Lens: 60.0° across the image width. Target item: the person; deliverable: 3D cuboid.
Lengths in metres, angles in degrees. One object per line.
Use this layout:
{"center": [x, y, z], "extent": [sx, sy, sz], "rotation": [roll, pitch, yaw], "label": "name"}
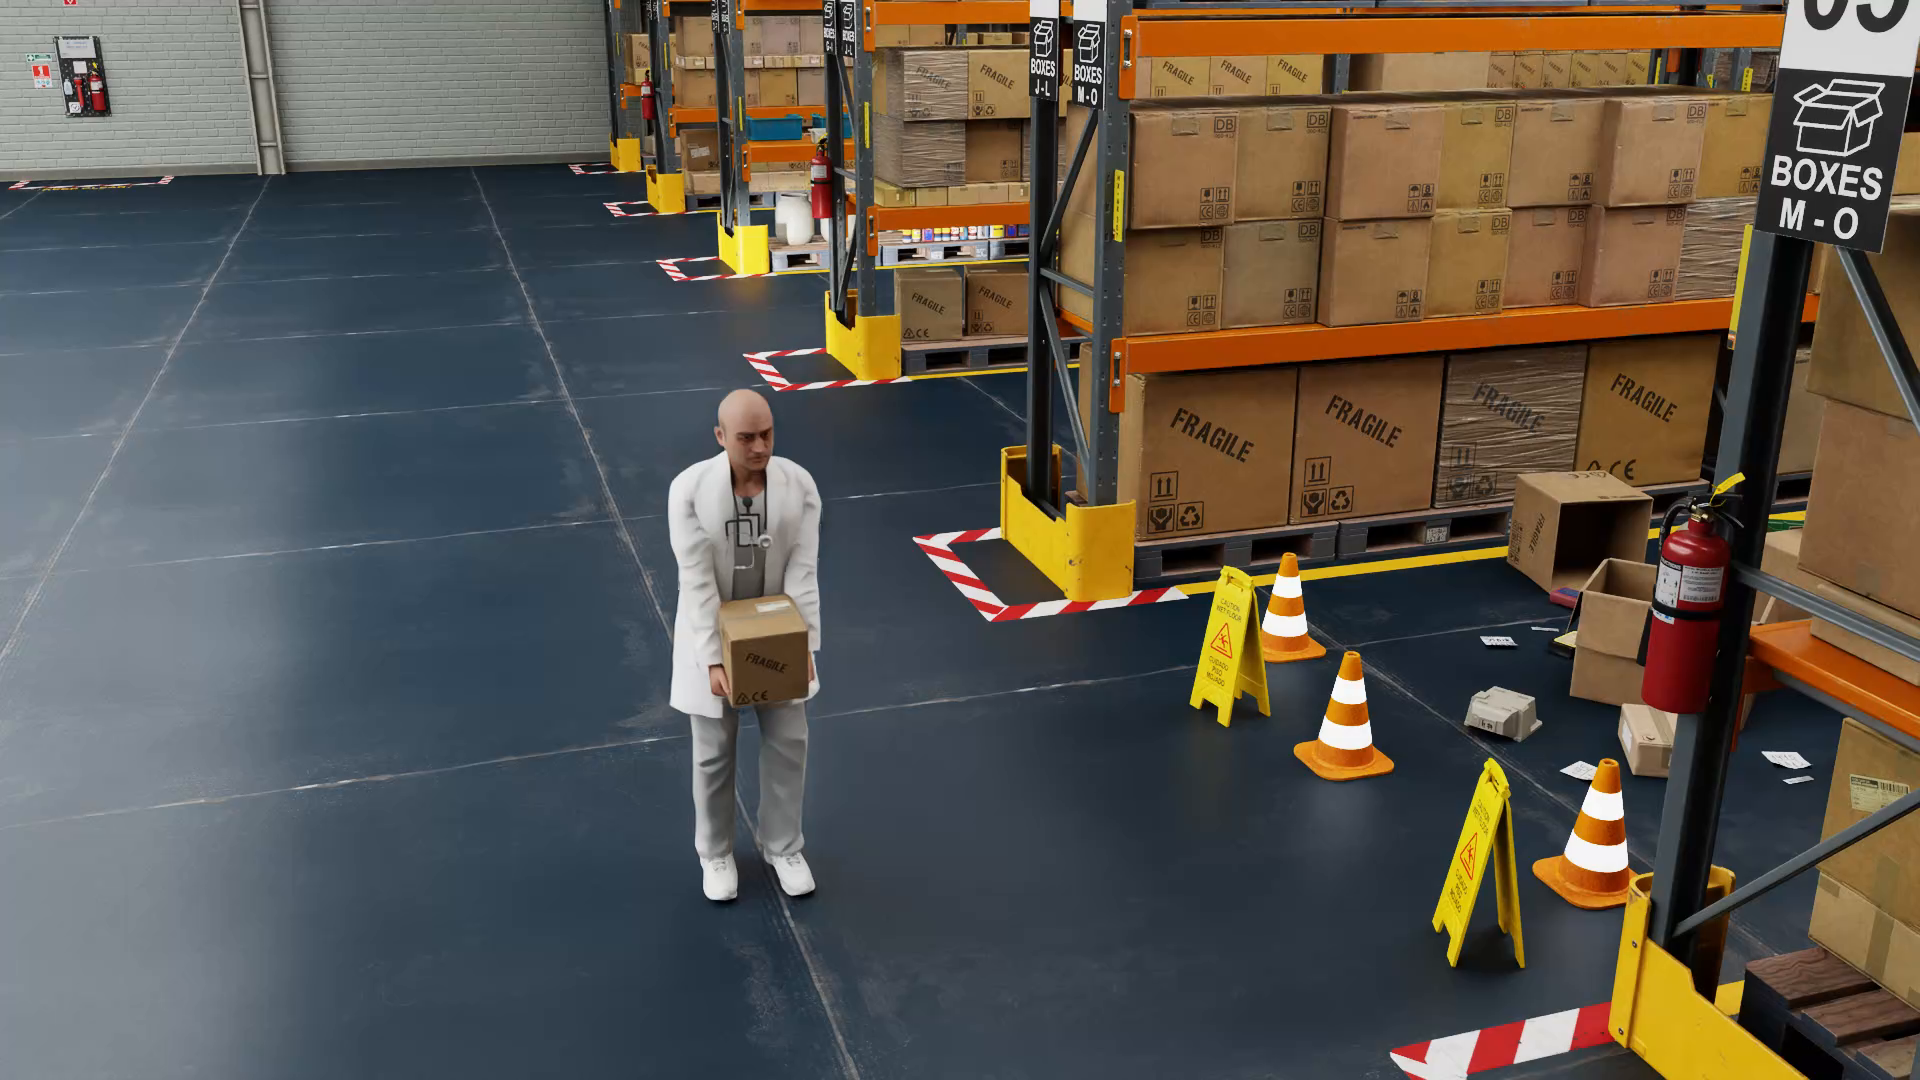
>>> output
{"center": [-0.700, 0.368, 5.538], "extent": [0.530, 1.771, 0.580], "rotation": [-6, 20, -18], "label": "person"}
